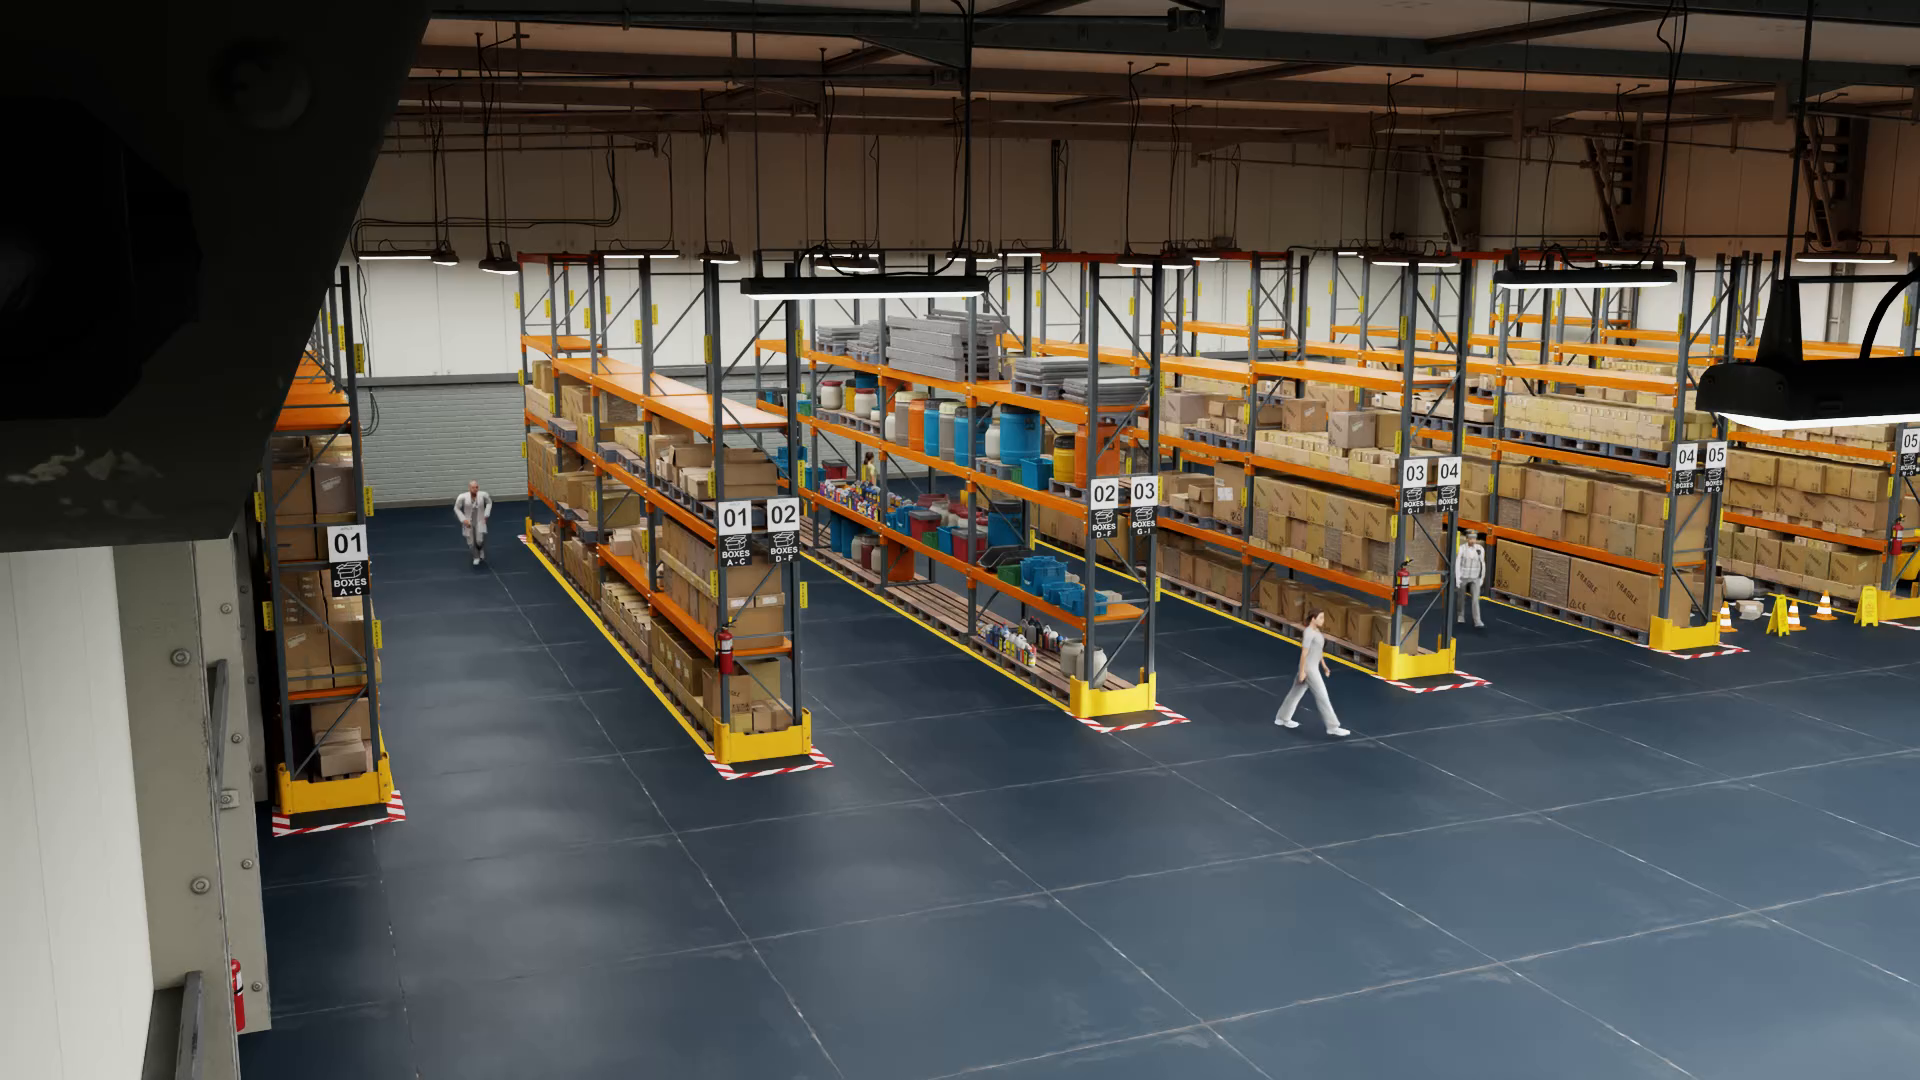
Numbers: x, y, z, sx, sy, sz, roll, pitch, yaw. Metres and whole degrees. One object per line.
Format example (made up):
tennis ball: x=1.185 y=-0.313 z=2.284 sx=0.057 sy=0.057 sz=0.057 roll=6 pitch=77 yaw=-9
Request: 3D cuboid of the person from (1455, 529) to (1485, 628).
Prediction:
person: x=8.281 y=0.625 z=27.018 sx=0.514 sy=1.616 sz=1.031 roll=2 pitch=11 yaw=12

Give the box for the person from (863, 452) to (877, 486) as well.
person: x=-1.971 y=-1.078 z=36.371 sx=0.500 sy=1.701 sz=0.526 roll=9 pitch=14 yaw=42

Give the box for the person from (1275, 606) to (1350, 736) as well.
person: x=4.550 y=1.654 z=21.345 sx=0.969 sy=1.618 sz=0.488 roll=3 pitch=11 yaw=15

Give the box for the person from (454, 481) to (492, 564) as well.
person: x=-9.438 y=-0.339 z=32.278 sx=0.693 sy=1.679 sz=0.663 roll=-2 pitch=11 yaw=-12
